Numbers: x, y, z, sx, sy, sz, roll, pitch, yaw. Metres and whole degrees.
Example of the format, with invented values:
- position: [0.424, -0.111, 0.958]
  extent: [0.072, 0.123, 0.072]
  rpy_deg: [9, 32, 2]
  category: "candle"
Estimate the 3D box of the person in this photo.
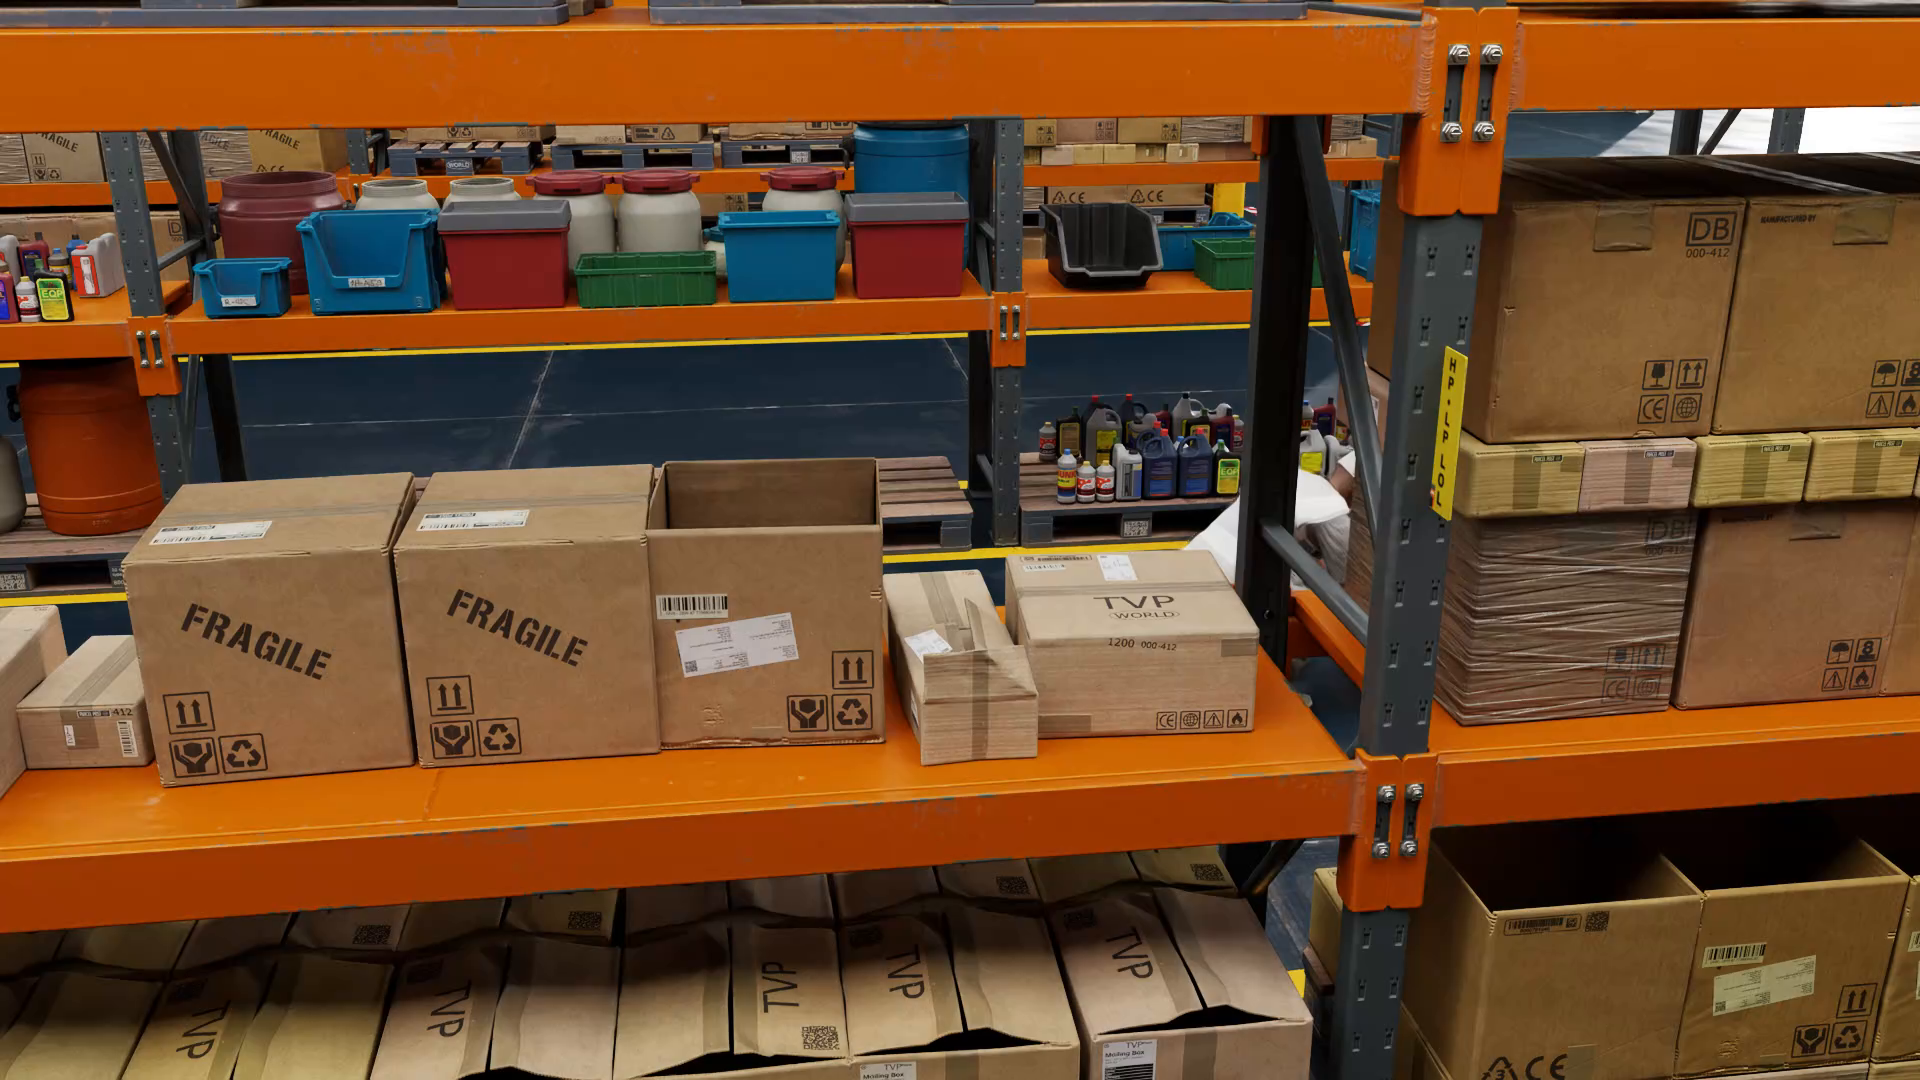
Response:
- position: [1.313, 0.151, 6.731]
  extent: [0.903, 1.038, 0.572]
  rpy_deg: [-3, 20, -8]
  category: "person"
